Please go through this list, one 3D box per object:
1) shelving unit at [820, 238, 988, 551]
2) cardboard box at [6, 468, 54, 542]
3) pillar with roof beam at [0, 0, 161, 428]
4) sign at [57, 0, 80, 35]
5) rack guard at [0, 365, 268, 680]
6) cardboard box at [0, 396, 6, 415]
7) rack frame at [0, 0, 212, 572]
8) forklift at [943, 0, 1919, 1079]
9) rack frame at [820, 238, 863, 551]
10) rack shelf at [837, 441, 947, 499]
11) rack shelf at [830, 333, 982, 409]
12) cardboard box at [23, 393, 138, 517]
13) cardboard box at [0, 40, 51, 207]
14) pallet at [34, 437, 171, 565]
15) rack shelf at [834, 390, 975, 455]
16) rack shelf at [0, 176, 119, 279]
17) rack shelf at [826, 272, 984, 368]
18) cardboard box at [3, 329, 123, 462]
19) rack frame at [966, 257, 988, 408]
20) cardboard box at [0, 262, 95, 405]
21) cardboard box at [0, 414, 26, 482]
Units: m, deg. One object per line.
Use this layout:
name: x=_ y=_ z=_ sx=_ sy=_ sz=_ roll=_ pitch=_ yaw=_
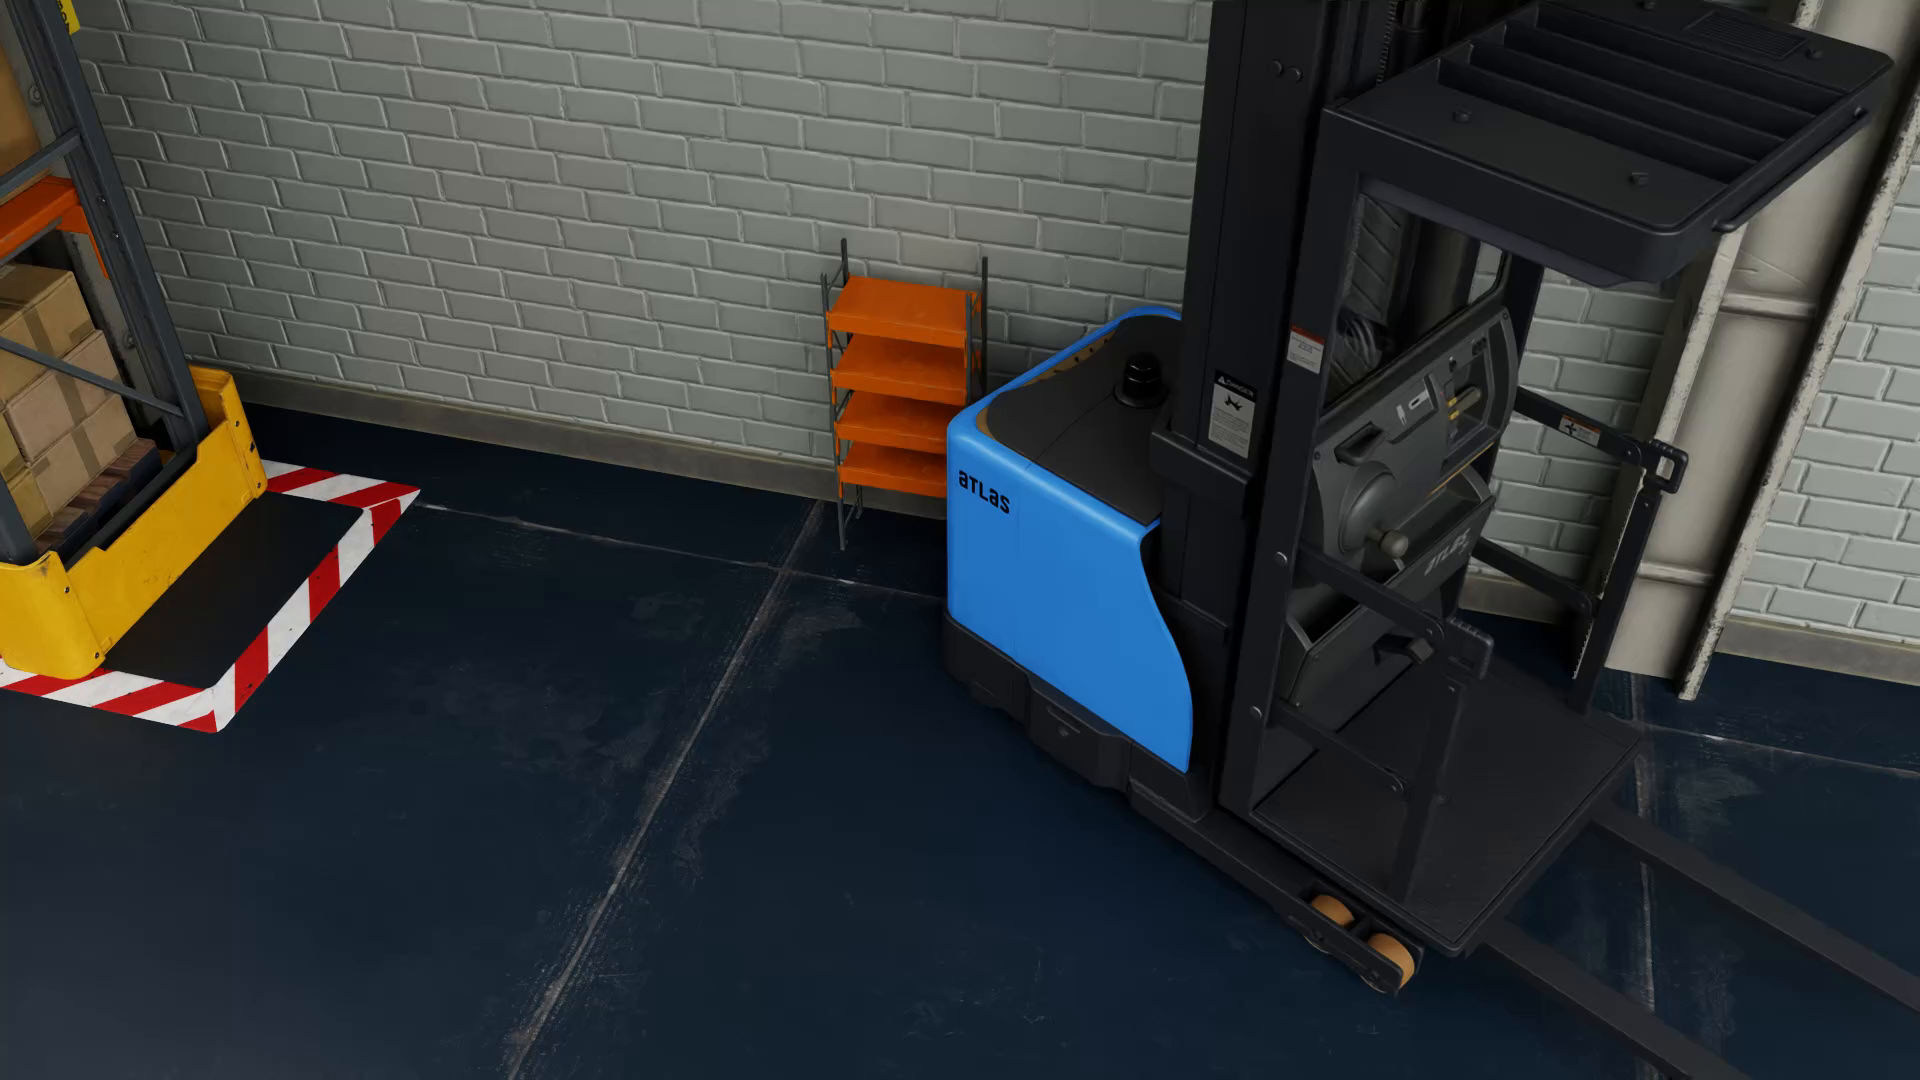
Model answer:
shelving unit: x=-0.177 y=-0.448 z=5.844 sx=0.503 sy=1.200 sz=0.258 roll=9 pitch=43 yaw=11
cardboard box: x=-3.567 y=-0.046 z=5.784 sx=0.500 sy=0.250 sz=0.500 roll=10 pitch=41 yaw=12
pillar with roof beam: x=-4.584 y=-1.355 z=0.866 sx=0.400 sy=9.000 sz=9.100 roll=10 pitch=41 yaw=11
sign: x=-2.882 y=-1.762 z=5.281 sx=0.005 sy=0.325 sz=0.100 roll=10 pitch=41 yaw=11
rack guard: x=-3.008 y=-0.095 z=5.975 sx=0.348 sy=0.500 sz=1.175 roll=10 pitch=41 yaw=11
cardboard box: x=-3.557 y=-0.430 z=5.464 sx=0.500 sy=0.250 sz=0.500 roll=11 pitch=41 yaw=13
rack frame: x=-3.032 y=-1.056 z=5.175 sx=0.127 sy=3.000 sz=1.000 roll=10 pitch=41 yaw=11
forklift: x=1.348 y=-0.221 z=4.234 sx=3.031 sy=2.935 sz=1.130 roll=32 pitch=50 yaw=32
rack frame: x=-0.413 y=-0.487 z=5.891 sx=0.015 sy=1.200 sz=0.240 roll=9 pitch=43 yaw=11
rack shelf: x=-0.175 y=-0.249 z=6.021 sx=0.480 sy=0.148 sz=0.258 roll=9 pitch=43 yaw=11
rack shelf: x=-0.178 y=-0.565 z=5.740 sx=0.480 sy=0.148 sz=0.258 roll=9 pitch=43 yaw=11
cardboard box: x=-3.455 y=-0.367 z=6.167 sx=0.500 sy=0.250 sz=0.500 roll=10 pitch=41 yaw=12
cardboard box: x=-3.438 y=-1.350 z=5.447 sx=0.500 sy=0.500 sz=0.500 roll=11 pitch=41 yaw=13
pallet: x=-3.781 y=-0.090 z=6.193 sx=1.213 sy=0.211 sz=1.003 roll=10 pitch=41 yaw=11
rack shelf: x=-0.176 y=-0.398 z=5.889 sx=0.480 sy=0.148 sz=0.258 roll=9 pitch=43 yaw=11
rack shelf: x=-4.964 y=-1.113 z=5.803 sx=4.000 sy=0.370 sz=1.077 roll=10 pitch=41 yaw=11
rack shelf: x=-0.180 y=-0.741 z=5.583 sx=0.480 sy=0.148 sz=0.258 roll=9 pitch=43 yaw=11
cardboard box: x=-3.432 y=-0.563 z=6.011 sx=0.500 sy=0.250 sz=0.500 roll=10 pitch=41 yaw=12
rack frame: x=0.060 y=-0.409 z=5.797 sx=0.015 sy=1.200 sz=0.240 roll=9 pitch=43 yaw=11
cardboard box: x=-3.447 y=-0.745 z=5.838 sx=0.500 sy=0.250 sz=0.500 roll=9 pitch=41 yaw=11
cardboard box: x=-3.583 y=-0.242 z=5.629 sx=0.500 sy=0.250 sz=0.500 roll=9 pitch=41 yaw=11
